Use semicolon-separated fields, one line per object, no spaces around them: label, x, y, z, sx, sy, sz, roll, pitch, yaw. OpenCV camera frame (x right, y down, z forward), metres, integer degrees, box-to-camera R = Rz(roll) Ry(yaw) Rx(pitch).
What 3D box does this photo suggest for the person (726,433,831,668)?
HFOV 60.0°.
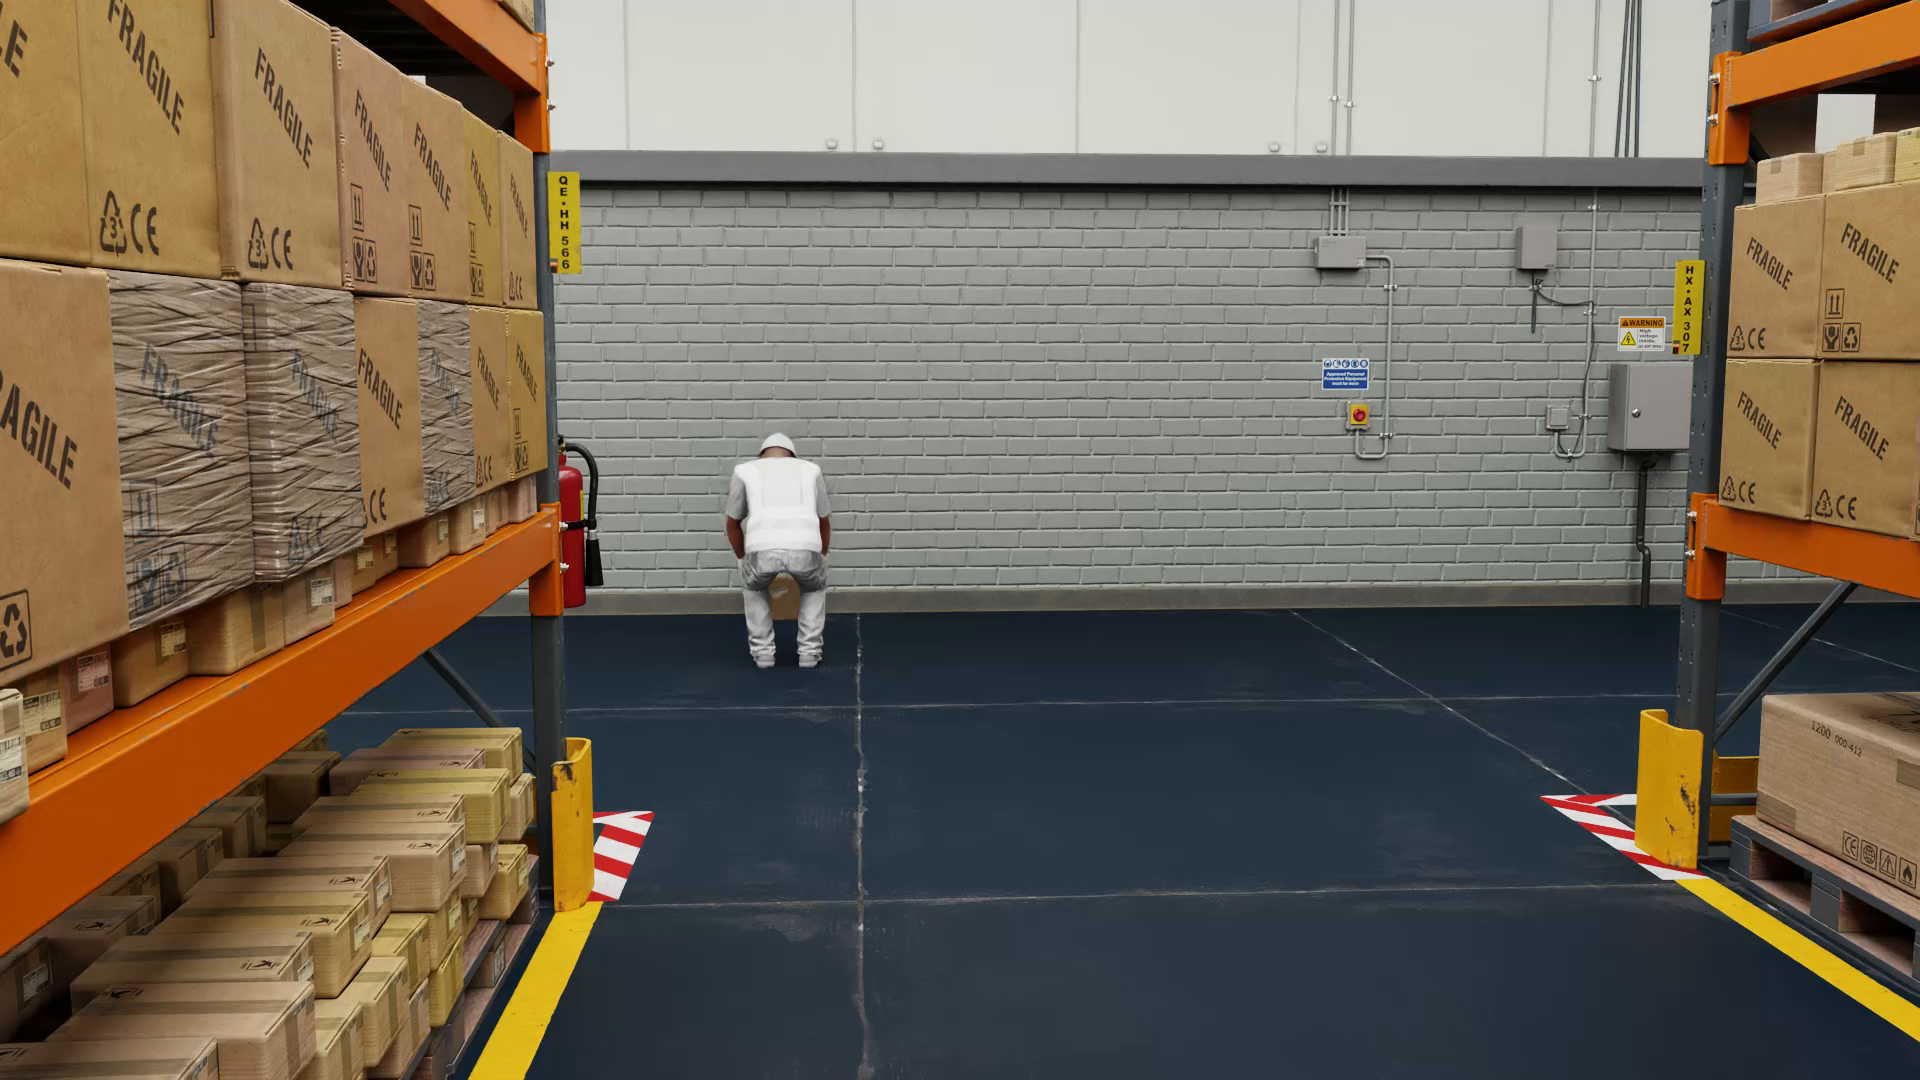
person;-1.056;0.058;9.630;0.612;1.322;0.813;0;7;-4
